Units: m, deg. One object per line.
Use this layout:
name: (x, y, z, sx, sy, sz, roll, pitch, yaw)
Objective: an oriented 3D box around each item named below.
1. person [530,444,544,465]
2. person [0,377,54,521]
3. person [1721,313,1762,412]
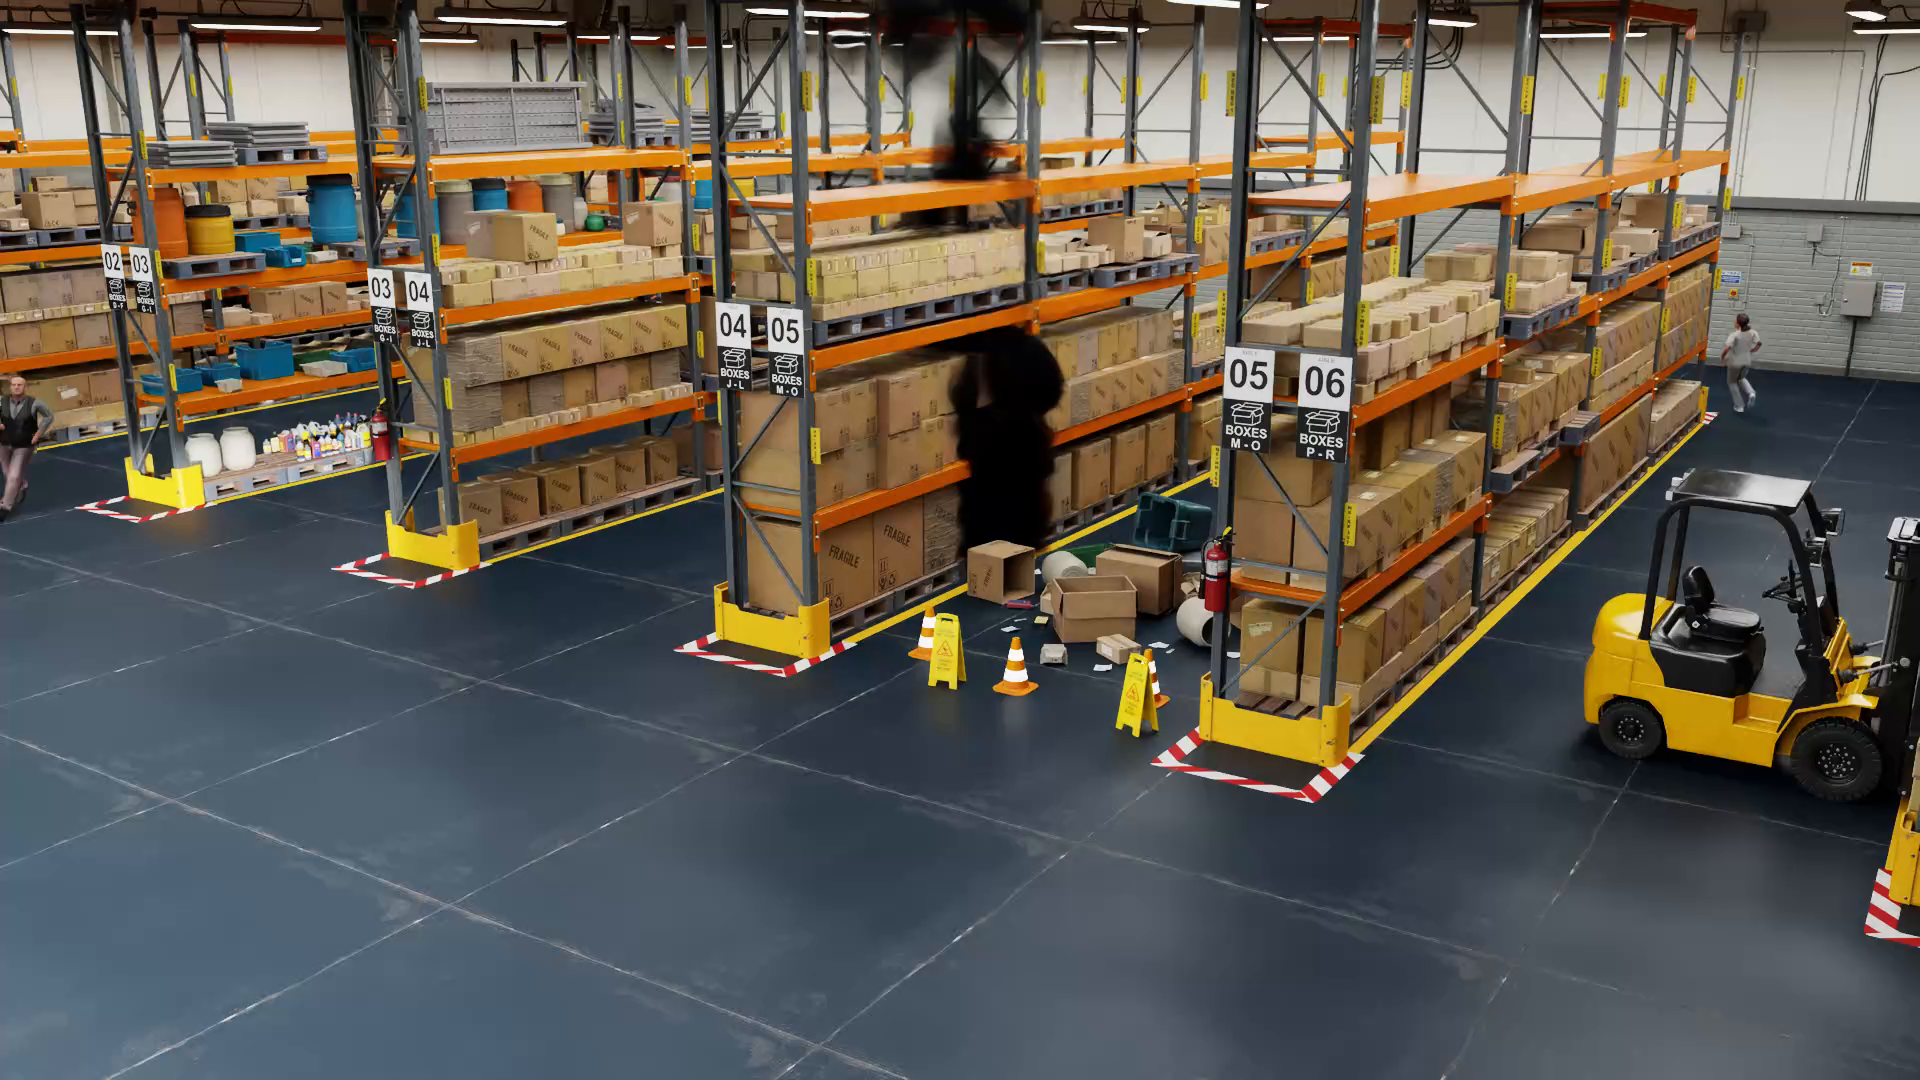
person: (-5.737, -1.757, 22.340, 0.658, 1.726, 0.582, 5, 16, 17)
person: (-11.396, -1.152, 20.220, 0.684, 1.696, 0.924, -1, 16, -4)
person: (12.302, -2.809, 26.336, 0.631, 1.593, 0.519, -1, 16, -4)
